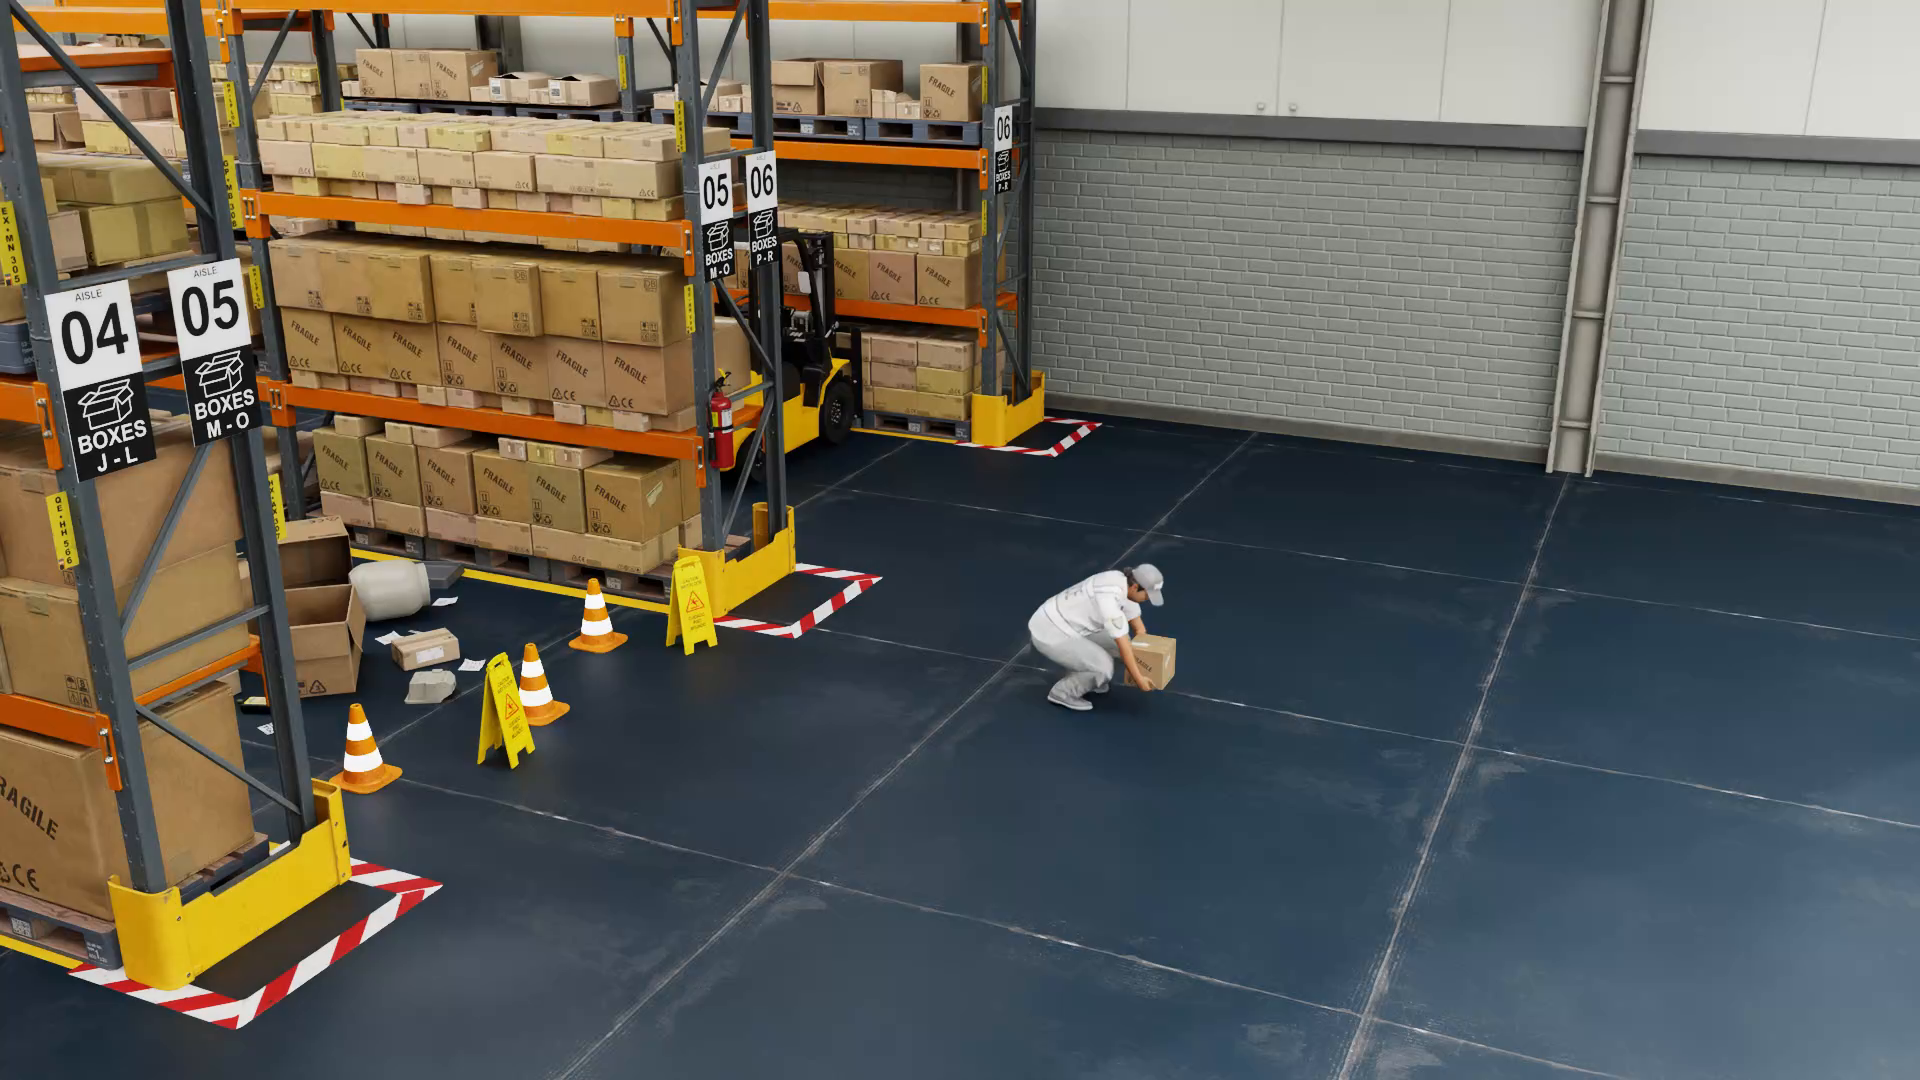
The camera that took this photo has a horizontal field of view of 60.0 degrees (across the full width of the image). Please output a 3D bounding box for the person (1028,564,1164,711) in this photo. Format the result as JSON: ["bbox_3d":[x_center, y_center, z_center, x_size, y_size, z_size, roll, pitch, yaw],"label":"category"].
[{"bbox_3d":[0.874,0.582,10.498,0.868,0.953,0.509,8,21,22],"label":"person"}]
